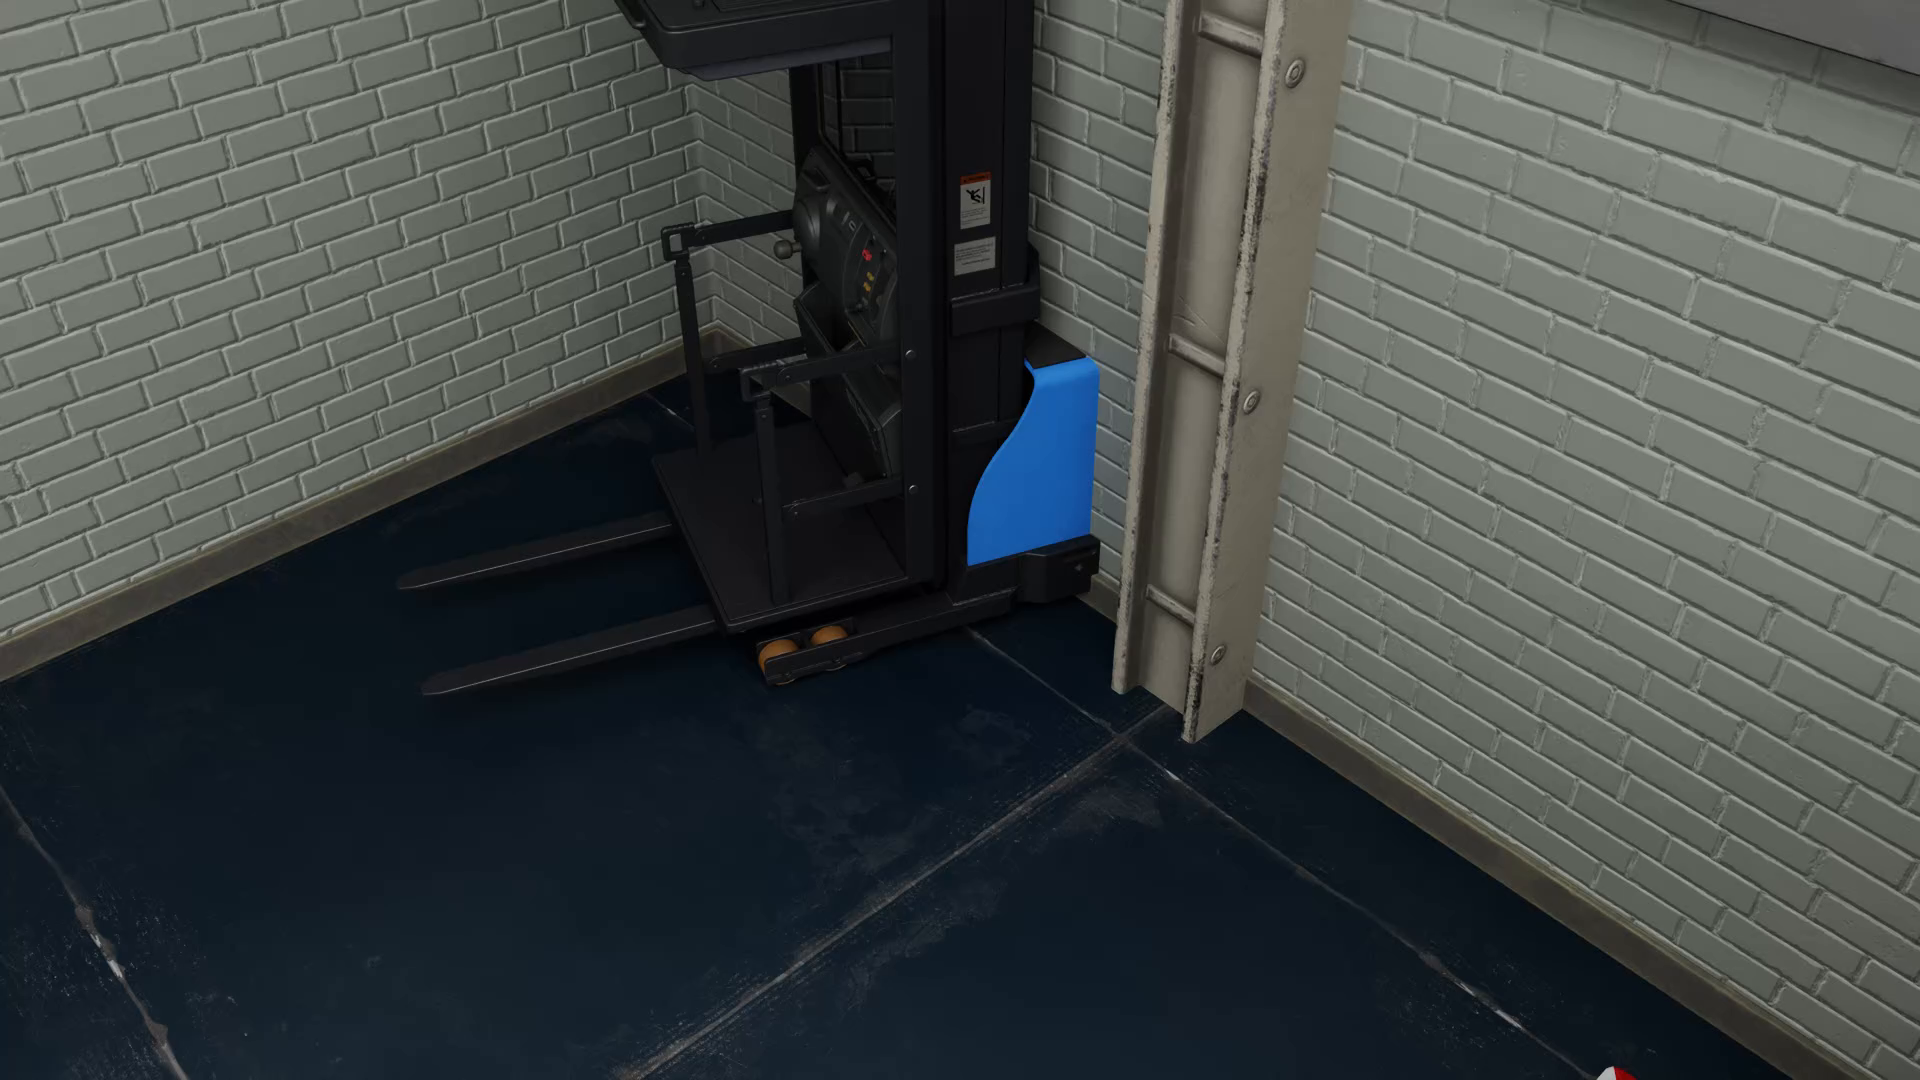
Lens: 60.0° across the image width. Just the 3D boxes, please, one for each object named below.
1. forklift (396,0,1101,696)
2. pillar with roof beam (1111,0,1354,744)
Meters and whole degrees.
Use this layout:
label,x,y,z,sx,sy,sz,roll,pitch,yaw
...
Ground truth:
label,x,y,z,sx,sy,sz,roll,pitch,yaw
forklift,-0.582,-0.989,5.642,3.031,2.935,1.130,-15,41,-17
pillar with roof beam,-2.375,-1.107,0.959,9.100,9.000,0.400,-30,48,-32
